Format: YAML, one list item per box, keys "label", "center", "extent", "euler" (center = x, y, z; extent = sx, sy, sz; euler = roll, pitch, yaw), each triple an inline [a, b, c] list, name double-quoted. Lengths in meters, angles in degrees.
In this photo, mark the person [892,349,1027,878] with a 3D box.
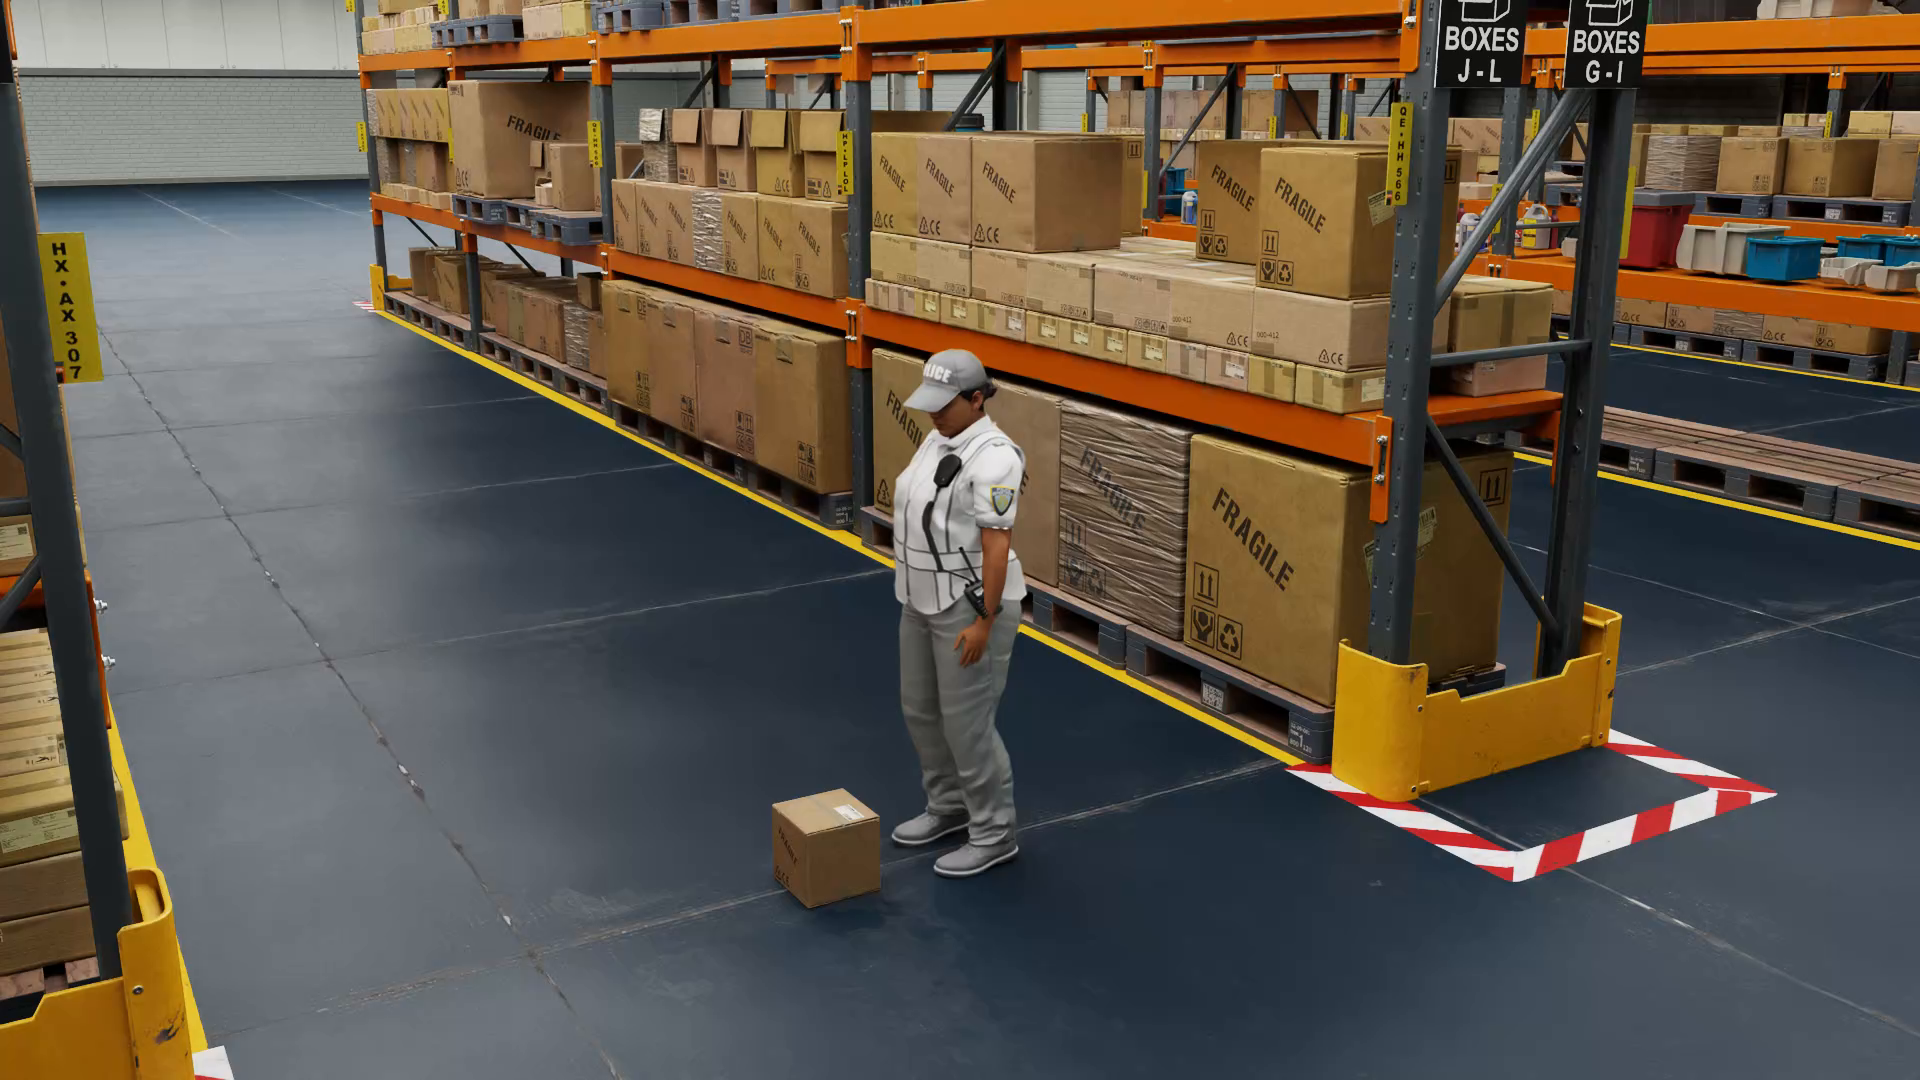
- label: "person"
  center: [-0.005, 0.222, 5.209]
  extent: [0.390, 1.656, 0.473]
  euler: [-8, 17, -29]
